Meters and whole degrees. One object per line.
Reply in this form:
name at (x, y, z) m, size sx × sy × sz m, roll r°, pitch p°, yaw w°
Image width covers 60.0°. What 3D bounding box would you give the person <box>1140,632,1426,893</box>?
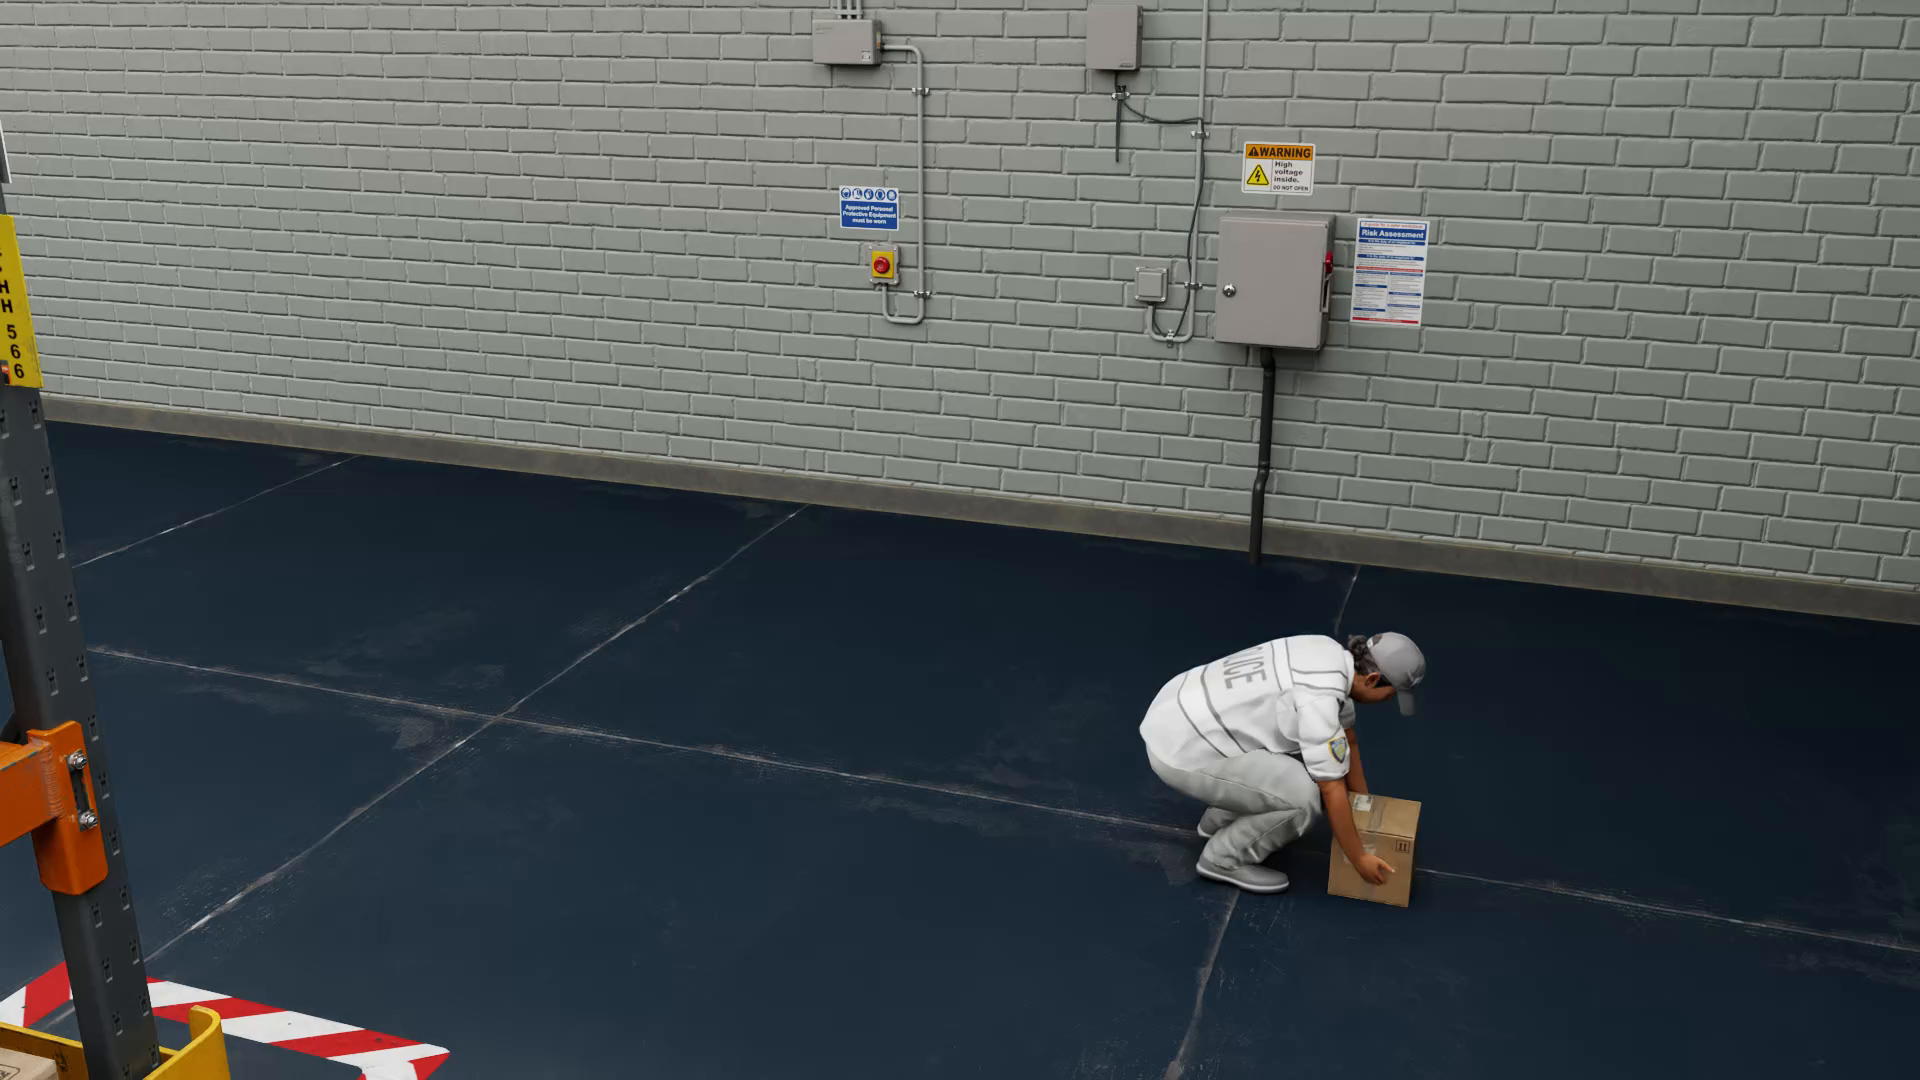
person at (1.022, 0.675, 5.356) m, size 0.864 × 0.850 × 0.515 m, roll 6°, pitch 20°, yaw 18°
